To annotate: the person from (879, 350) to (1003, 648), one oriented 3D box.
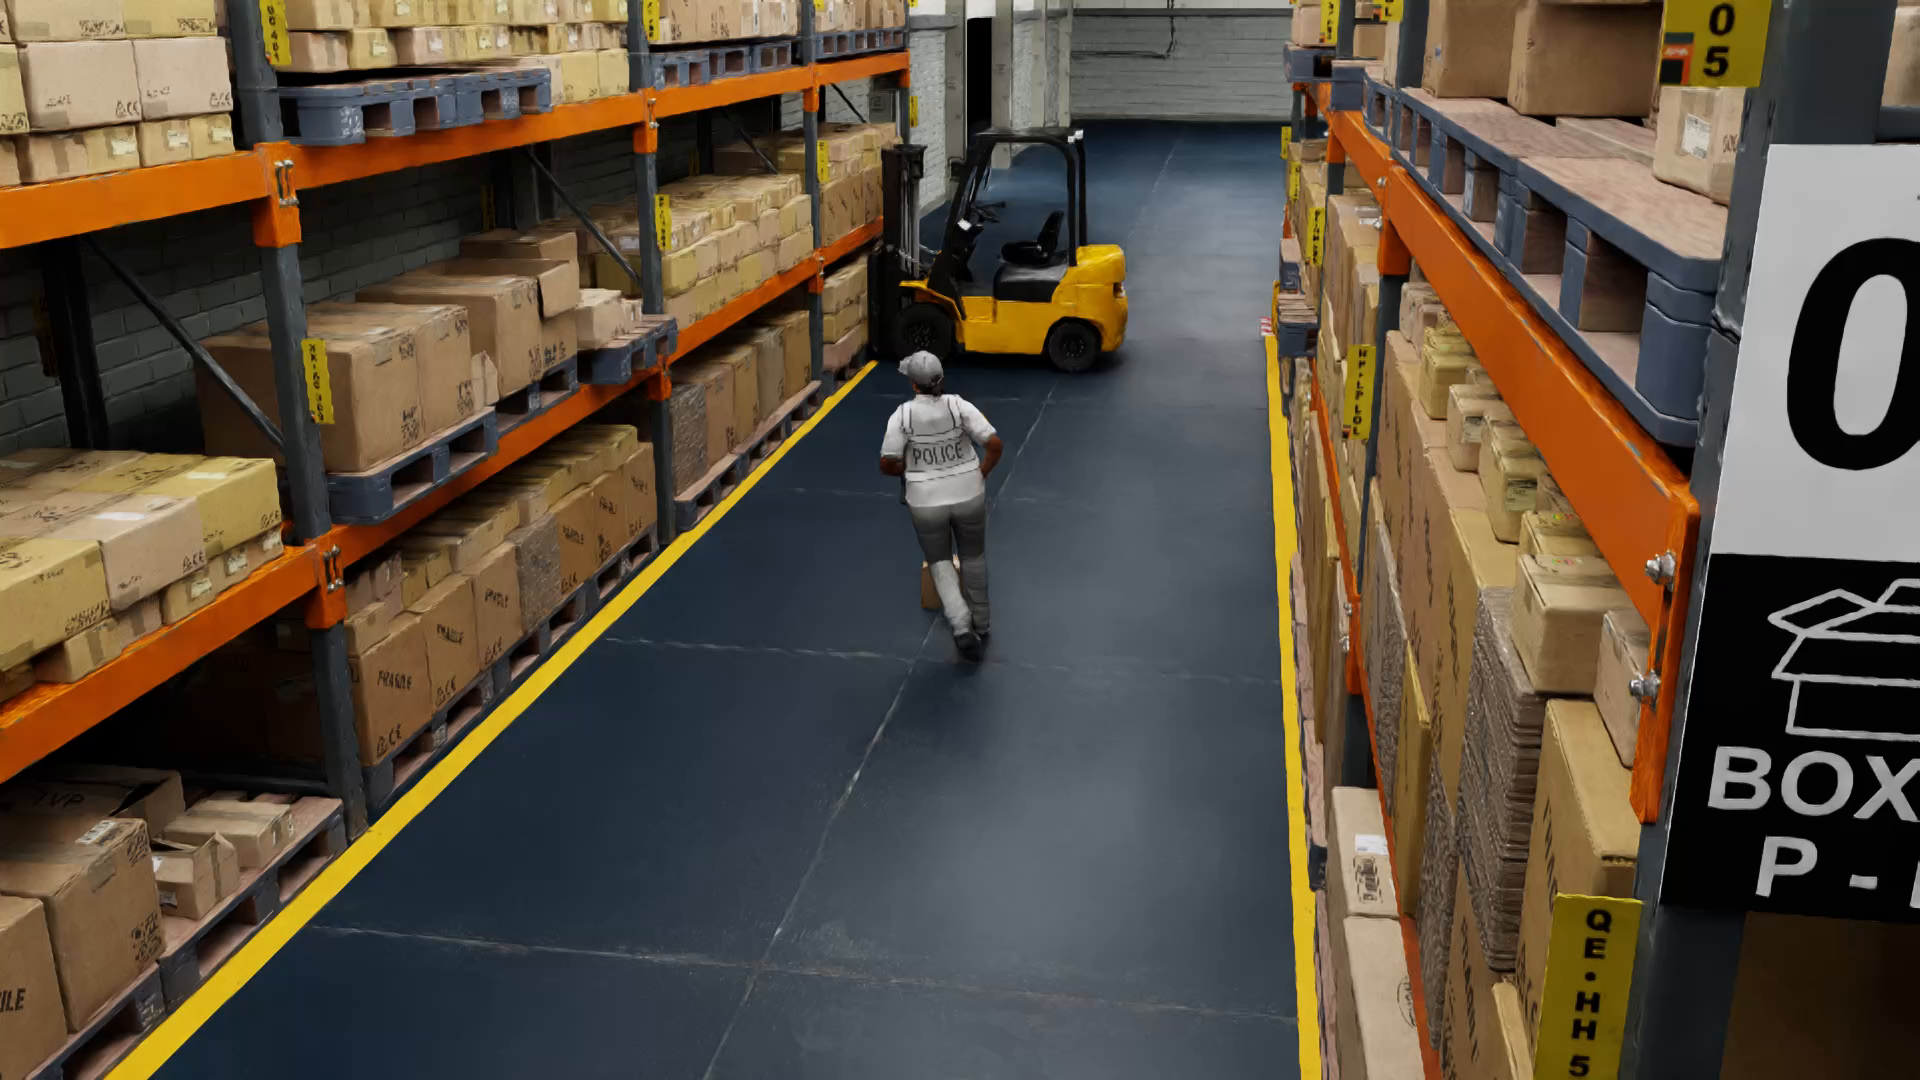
[{"bbox_3d":[-0.118,-0.210,8.733,0.633,1.627,0.709,-3,18,-8],"label":"person"}]
